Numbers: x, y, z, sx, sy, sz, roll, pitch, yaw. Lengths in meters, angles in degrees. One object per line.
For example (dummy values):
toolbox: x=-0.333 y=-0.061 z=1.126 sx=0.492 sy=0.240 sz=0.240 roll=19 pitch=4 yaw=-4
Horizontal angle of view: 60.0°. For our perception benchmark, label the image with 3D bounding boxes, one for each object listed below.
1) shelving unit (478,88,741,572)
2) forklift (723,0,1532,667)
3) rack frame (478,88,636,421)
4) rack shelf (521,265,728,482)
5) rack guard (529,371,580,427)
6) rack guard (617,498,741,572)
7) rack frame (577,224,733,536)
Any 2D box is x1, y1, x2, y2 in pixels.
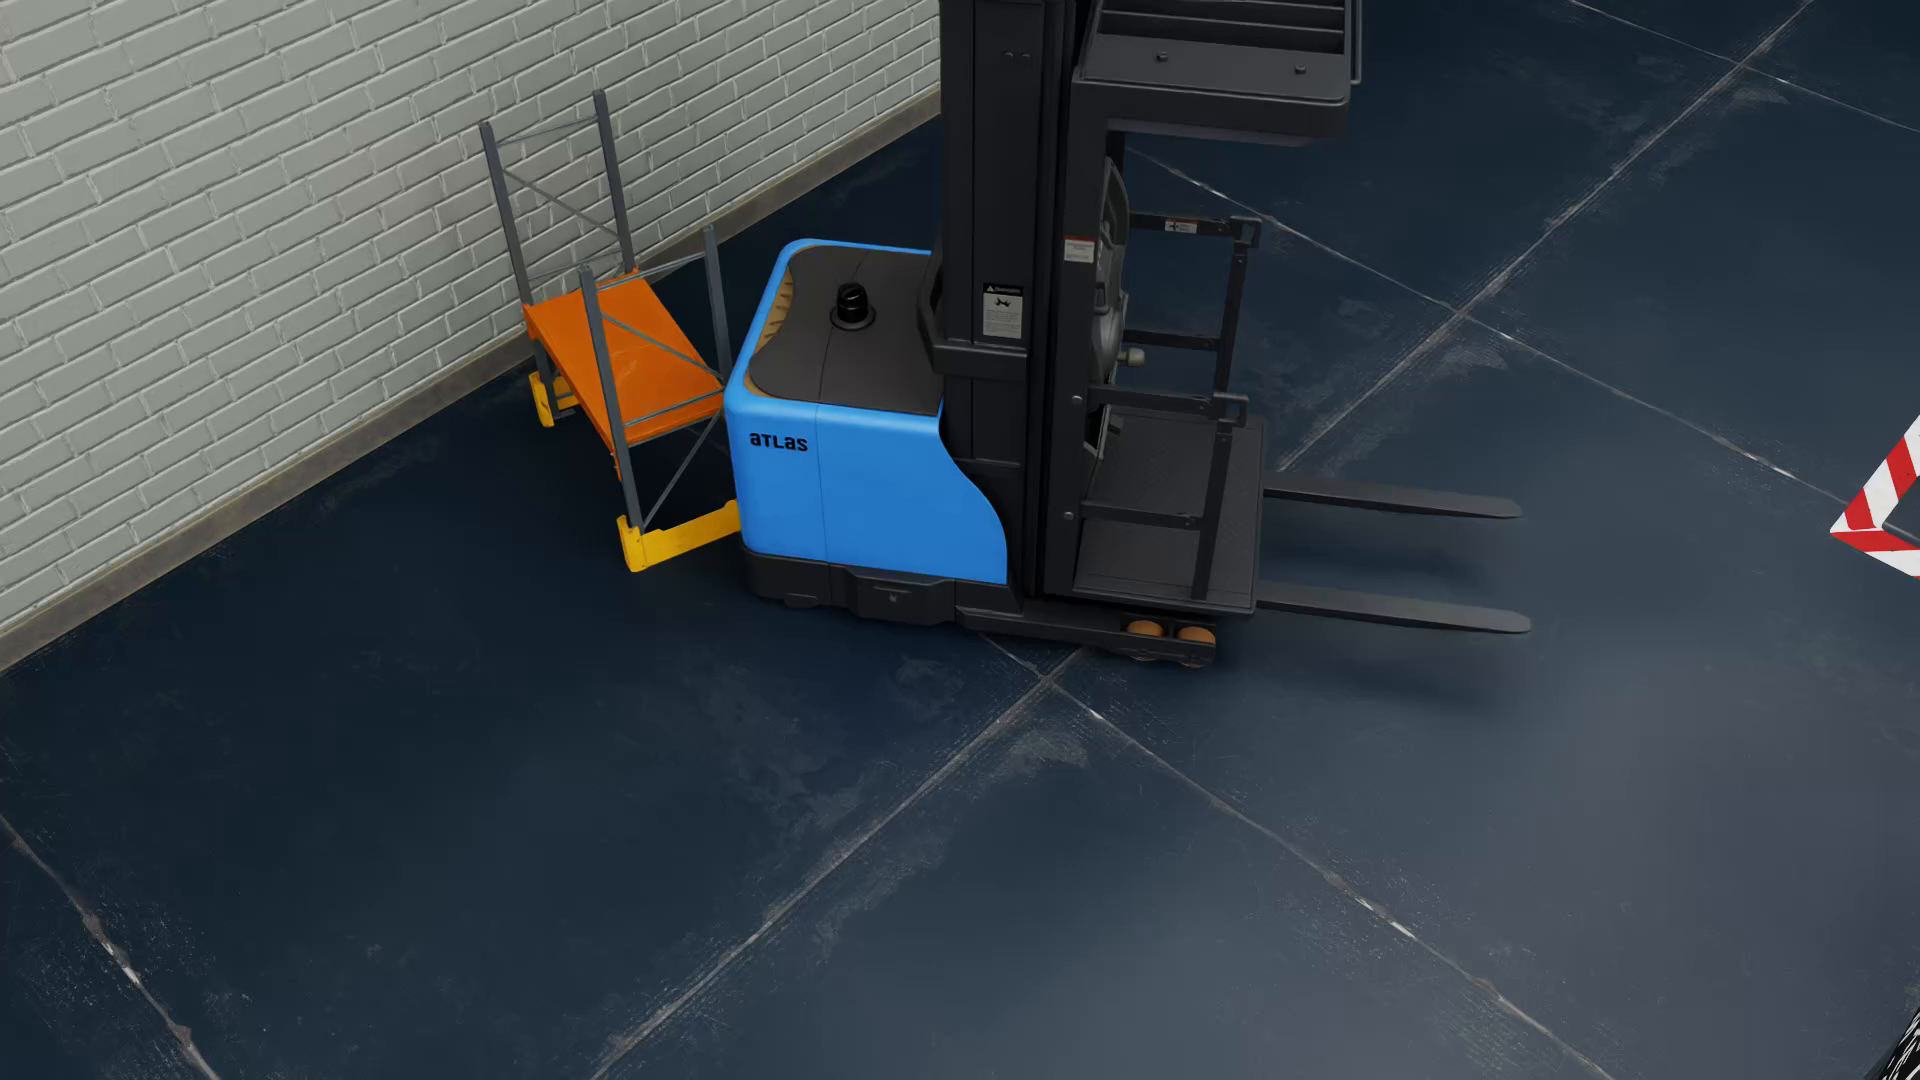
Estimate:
shelving unit: x=-1.344 y=-0.824 z=6.604 sx=0.587 sy=1.500 sz=1.083 roll=-23 pitch=51 yaw=-20
forklift: x=0.706 y=-0.934 z=5.725 sx=3.031 sy=2.935 sz=1.130 roll=7 pitch=47 yaw=7
rack frame: x=-1.596 y=-1.139 z=6.899 sx=0.500 sy=1.500 sz=0.032 roll=-23 pitch=51 yaw=-20
rack shelf: x=-1.340 y=-0.695 z=6.729 sx=0.538 sy=0.185 sz=1.000 roll=-23 pitch=51 yaw=-20
rack guard: x=-1.595 y=-0.710 z=7.354 sx=0.587 sy=0.250 sz=0.087 roll=-23 pitch=51 yaw=-20
rack guard: x=-1.094 y=-0.083 z=6.765 sx=0.587 sy=0.250 sz=0.087 roll=-23 pitch=51 yaw=-20
rack frame: x=-1.084 y=-0.498 z=6.298 sx=0.500 sy=1.500 sz=0.032 roll=-23 pitch=51 yaw=-20
